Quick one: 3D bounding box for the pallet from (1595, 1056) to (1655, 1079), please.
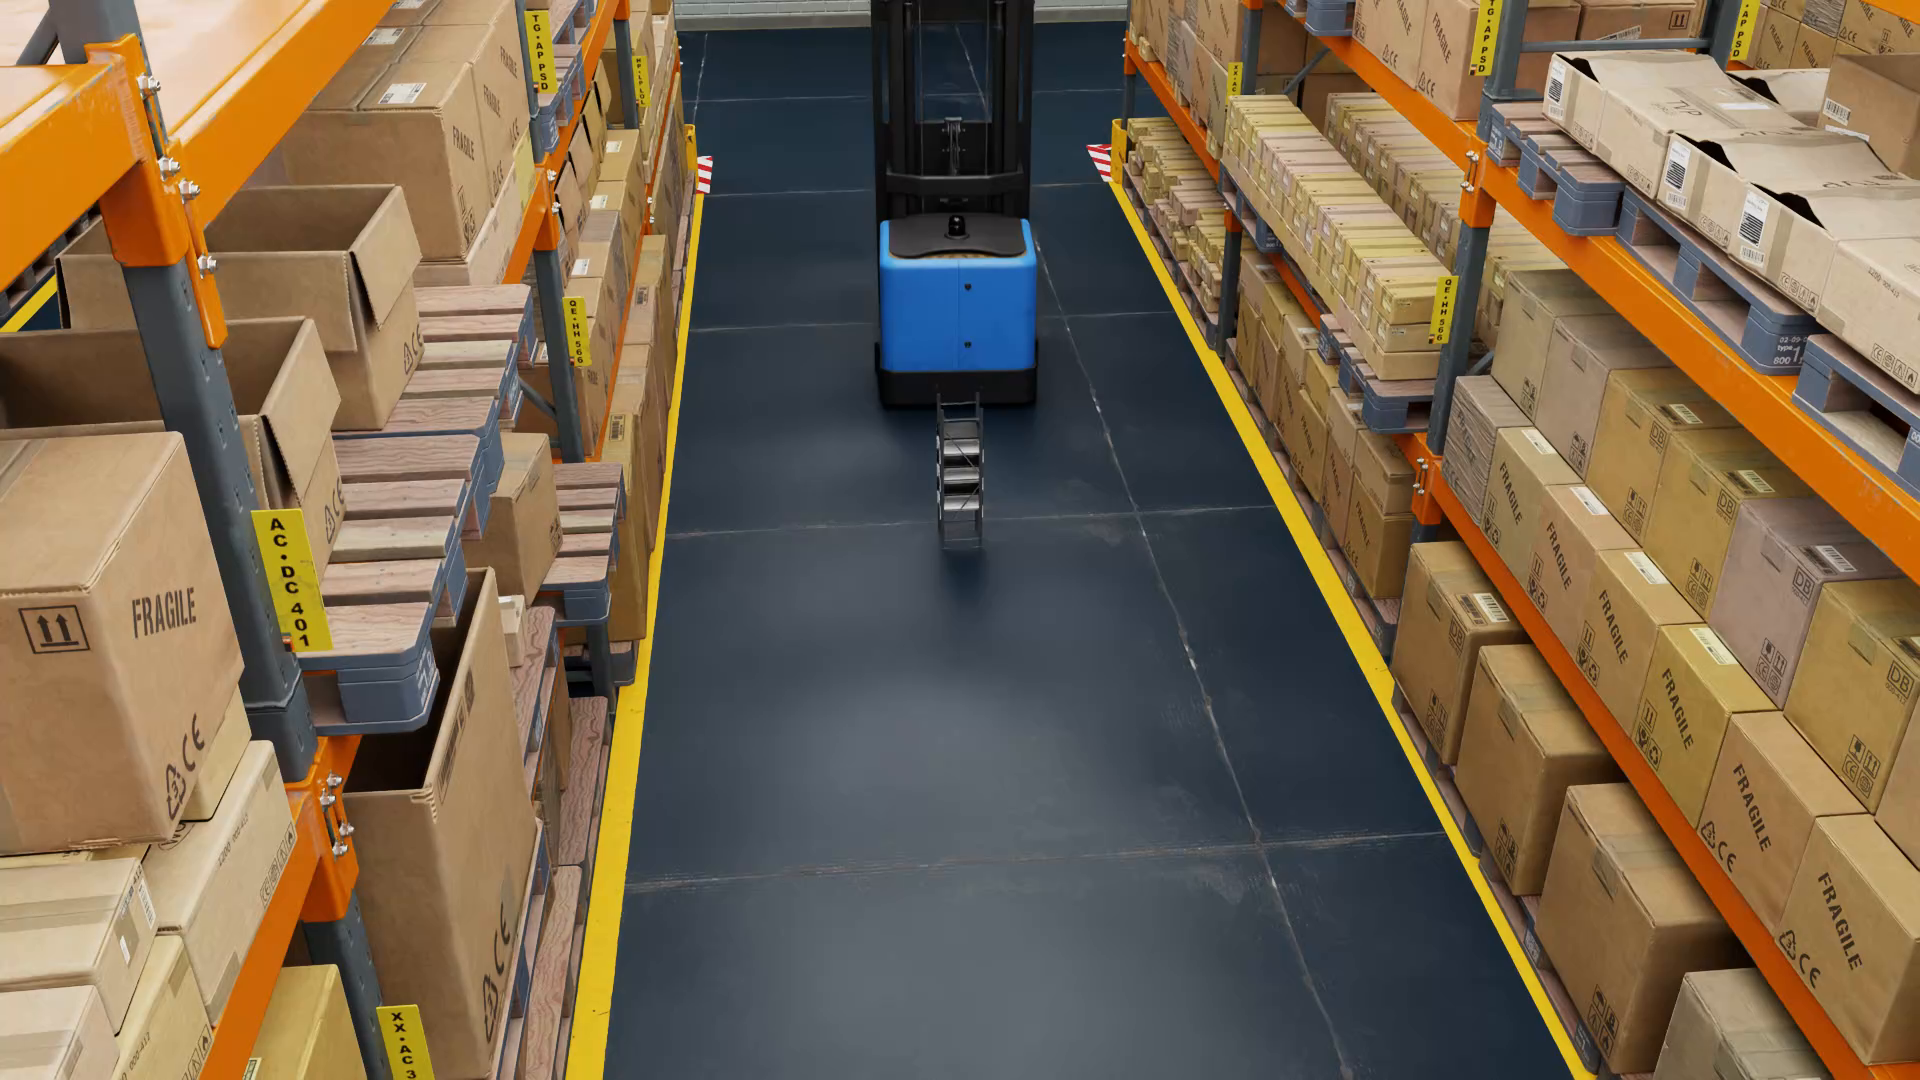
[{"bbox_3d":[2.952,2.244,5.788,1.003,0.211,1.213,-3,31,-5],"label":"pallet"}]

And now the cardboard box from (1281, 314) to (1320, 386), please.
[{"bbox_3d":[2.253,-1.154,10.055,0.500,0.250,0.500,-2,31,-3],"label":"cardboard box"}]

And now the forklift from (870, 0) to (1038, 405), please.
[{"bbox_3d":[-0.061,-2.886,11.724,1.130,2.935,3.031,-1,31,-2],"label":"forklift"}]

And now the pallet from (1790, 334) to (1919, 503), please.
[{"bbox_3d":[2.964,-0.235,4.479,0.805,0.209,1.217,-4,31,-7],"label":"pallet"}]

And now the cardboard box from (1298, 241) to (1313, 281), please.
[{"bbox_3d":[2.107,-1.563,9.277,0.380,0.149,0.250,-2,31,-3],"label":"cardboard box"}]

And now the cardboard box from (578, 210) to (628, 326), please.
[{"bbox_3d":[-2.144,-1.503,9.245,0.500,0.500,0.500,-3,31,-4],"label":"cardboard box"}]

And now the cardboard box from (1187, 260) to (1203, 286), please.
[{"bbox_3d":[1.946,-2.056,12.639,0.380,0.149,0.250,-4,31,-6],"label":"cardboard box"}]

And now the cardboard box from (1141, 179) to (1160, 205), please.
[{"bbox_3d":[1.759,-2.971,14.171,0.380,0.149,0.250,-2,31,-4],"label":"cardboard box"}]

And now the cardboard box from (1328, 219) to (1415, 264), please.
[{"bbox_3d":[2.149,-1.560,8.692,0.380,0.149,0.250,-2,31,-3],"label":"cardboard box"}]

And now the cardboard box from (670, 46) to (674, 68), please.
[{"bbox_3d":[-2.560,-3.968,13.714,0.380,0.149,0.250,-3,31,-4],"label":"cardboard box"}]

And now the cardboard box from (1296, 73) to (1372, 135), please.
[{"bbox_3d":[2.556,-3.083,11.600,0.500,0.500,0.500,-3,31,-5],"label":"cardboard box"}]

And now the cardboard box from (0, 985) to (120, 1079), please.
[{"bbox_3d":[-1.436,0.785,2.344,0.380,0.149,0.250,-4,31,-6],"label":"cardboard box"}]

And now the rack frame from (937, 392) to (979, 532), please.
[{"bbox_3d":[-0.010,-0.442,9.614,0.240,0.900,0.006,-3,31,-5],"label":"rack frame"}]

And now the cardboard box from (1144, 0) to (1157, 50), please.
[{"bbox_3d":[1.820,-4.346,13.714,0.500,0.500,0.500,-3,31,-4],"label":"cardboard box"}]

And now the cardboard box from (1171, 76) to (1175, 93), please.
[{"bbox_3d":[1.878,-3.607,13.109,0.380,0.149,0.250,-2,31,-3],"label":"cardboard box"}]

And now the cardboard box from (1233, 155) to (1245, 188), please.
[{"bbox_3d":[1.962,-2.356,10.605,0.380,0.149,0.250,-2,31,-4],"label":"cardboard box"}]

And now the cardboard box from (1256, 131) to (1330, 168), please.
[{"bbox_3d":[2.005,-2.352,10.018,0.380,0.149,0.250,-3,31,-5],"label":"cardboard box"}]

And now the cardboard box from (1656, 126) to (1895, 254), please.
[{"bbox_3d":[2.669,-1.180,5.456,0.500,0.311,0.500,-3,31,-5],"label":"cardboard box"}]

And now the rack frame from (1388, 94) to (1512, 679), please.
[{"bbox_3d":[2.725,-0.605,7.839,1.000,3.000,0.127,-3,31,-5],"label":"rack frame"}]

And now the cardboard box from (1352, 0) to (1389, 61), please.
[{"bbox_3d":[2.317,-2.726,8.366,0.500,0.500,0.500,-3,31,-5],"label":"cardboard box"}]

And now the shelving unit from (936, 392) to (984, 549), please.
[{"bbox_3d":[-0.001,-0.390,9.527,0.258,0.900,0.210,-3,31,-5],"label":"shelving unit"}]

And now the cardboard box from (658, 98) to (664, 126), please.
[{"bbox_3d":[-2.414,-3.182,12.398,0.380,0.149,0.250,-2,31,-4],"label":"cardboard box"}]

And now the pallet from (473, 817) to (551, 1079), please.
[{"bbox_3d":[-1.775,1.308,4.823,1.003,0.211,1.213,-3,31,-5],"label":"pallet"}]

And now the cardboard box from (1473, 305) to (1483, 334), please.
[{"bbox_3d":[2.834,-1.191,8.654,0.380,0.149,0.250,-1,31,-2],"label":"cardboard box"}]

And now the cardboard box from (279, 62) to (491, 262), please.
[{"bbox_3d":[-1.839,-1.218,5.355,0.500,0.500,0.500,-2,31,-4],"label":"cardboard box"}]

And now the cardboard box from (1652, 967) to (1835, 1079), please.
[{"bbox_3d":[2.951,1.910,5.412,1.050,0.750,0.750,-3,31,-5],"label":"cardboard box"}]

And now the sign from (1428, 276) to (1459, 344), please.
[{"bbox_3d":[2.186,-1.038,7.511,0.100,0.325,0.005,-3,31,-5],"label":"sign"}]

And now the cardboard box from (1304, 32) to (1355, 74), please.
[{"bbox_3d":[2.552,-3.490,11.305,0.500,0.500,0.500,-2,31,-3],"label":"cardboard box"}]

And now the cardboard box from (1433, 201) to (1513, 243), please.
[{"bbox_3d":[2.777,-1.714,8.951,0.380,0.149,0.250,-1,31,-2],"label":"cardboard box"}]

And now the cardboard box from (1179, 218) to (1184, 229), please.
[{"bbox_3d":[1.951,-2.550,13.176,0.380,0.149,0.250,-4,31,-7],"label":"cardboard box"}]

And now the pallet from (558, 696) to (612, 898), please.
[{"bbox_3d":[-2.151,1.177,7.574,1.003,0.211,1.213,-3,31,-5],"label":"pallet"}]

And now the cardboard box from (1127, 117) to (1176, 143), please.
[{"bbox_3d":[1.689,-3.618,14.673,0.380,0.149,0.250,-4,31,-7],"label":"cardboard box"}]

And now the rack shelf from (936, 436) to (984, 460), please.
[{"bbox_3d":[-0.001,-0.516,9.451,0.258,0.077,0.200,-3,31,-5],"label":"rack shelf"}]

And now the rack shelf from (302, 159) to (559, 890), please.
[{"bbox_3d":[-2.036,-0.377,5.233,1.077,0.370,4.000,-3,31,-5],"label":"rack shelf"}]

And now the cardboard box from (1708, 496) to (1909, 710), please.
[{"bbox_3d":[2.950,0.191,5.433,0.700,0.500,0.500,-3,31,-4],"label":"cardboard box"}]

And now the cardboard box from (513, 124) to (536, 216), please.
[{"bbox_3d":[-1.934,-1.412,6.410,0.500,0.250,0.500,-3,31,-4],"label":"cardboard box"}]

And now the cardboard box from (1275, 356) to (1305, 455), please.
[{"bbox_3d":[2.270,-0.828,10.240,0.500,0.500,0.500,-2,31,-4],"label":"cardboard box"}]

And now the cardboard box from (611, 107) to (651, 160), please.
[{"bbox_3d":[-2.379,-2.777,11.331,0.500,0.250,0.500,-3,31,-5],"label":"cardboard box"}]

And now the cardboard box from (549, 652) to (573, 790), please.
[{"bbox_3d":[-2.140,0.806,7.485,0.700,0.500,0.500,-4,31,-7],"label":"cardboard box"}]

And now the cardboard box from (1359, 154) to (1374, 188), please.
[{"bbox_3d":[2.661,-2.253,10.143,0.380,0.149,0.250,-4,31,-6],"label":"cardboard box"}]

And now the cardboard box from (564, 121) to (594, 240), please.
[{"bbox_3d":[-2.402,-1.942,9.001,0.797,0.503,0.637,-2,31,-3],"label":"cardboard box"}]

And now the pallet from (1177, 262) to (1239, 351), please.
[{"bbox_3d":[2.254,-1.792,12.544,1.003,0.211,1.213,-3,31,-5],"label":"pallet"}]

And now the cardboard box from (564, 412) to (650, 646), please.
[{"bbox_3d":[-2.266,-0.041,8.556,1.225,0.875,0.875,-4,31,-7],"label":"cardboard box"}]

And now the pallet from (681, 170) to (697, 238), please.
[{"bbox_3d":[-2.817,-2.902,14.403,1.003,0.211,1.213,-3,31,-5],"label":"pallet"}]

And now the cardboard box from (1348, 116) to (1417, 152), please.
[{"bbox_3d":[2.632,-2.511,10.284,0.380,0.149,0.250,-4,31,-6],"label":"cardboard box"}]

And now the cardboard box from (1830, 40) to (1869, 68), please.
[{"bbox_3d":[6.919,-3.466,12.531,0.500,0.500,0.500,-3,31,-6],"label":"cardboard box"}]

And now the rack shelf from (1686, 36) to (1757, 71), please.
[{"bbox_3d":[7.084,-3.649,13.635,1.077,0.370,4.000,-3,31,-5],"label":"rack shelf"}]

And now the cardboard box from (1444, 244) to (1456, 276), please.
[{"bbox_3d":[2.800,-1.465,8.824,0.380,0.149,0.250,-3,31,-4],"label":"cardboard box"}]

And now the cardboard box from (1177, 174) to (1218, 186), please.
[{"bbox_3d":[1.950,-2.823,13.342,0.380,0.149,0.250,-3,31,-4],"label":"cardboard box"}]

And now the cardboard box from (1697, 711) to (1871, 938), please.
[{"bbox_3d":[2.737,0.882,5.251,0.500,0.500,0.500,-3,31,-5],"label":"cardboard box"}]

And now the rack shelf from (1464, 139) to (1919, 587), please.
[{"bbox_3d":[2.912,-0.563,5.545,1.077,0.370,4.000,-3,31,-5],"label":"rack shelf"}]

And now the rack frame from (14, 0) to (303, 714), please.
[{"bbox_3d":[-1.849,-0.953,2.570,1.000,3.000,0.127,-3,31,-5],"label":"rack frame"}]

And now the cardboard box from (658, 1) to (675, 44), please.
[{"bbox_3d":[-2.660,-4.332,13.935,0.500,0.250,0.500,-3,31,-5],"label":"cardboard box"}]

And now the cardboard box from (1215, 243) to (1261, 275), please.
[{"bbox_3d":[2.059,-2.029,12.012,0.380,0.149,0.250,-2,31,-3],"label":"cardboard box"}]

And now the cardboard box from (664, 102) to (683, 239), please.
[{"bbox_3d":[-2.745,-2.984,13.484,0.875,0.875,0.875,-3,31,-5],"label":"cardboard box"}]

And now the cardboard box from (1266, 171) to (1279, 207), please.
[{"bbox_3d":[2.033,-2.090,9.870,0.380,0.149,0.250,-2,31,-3],"label":"cardboard box"}]

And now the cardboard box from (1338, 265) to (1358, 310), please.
[{"bbox_3d":[2.172,-1.306,8.558,0.380,0.149,0.250,-2,31,-3],"label":"cardboard box"}]
